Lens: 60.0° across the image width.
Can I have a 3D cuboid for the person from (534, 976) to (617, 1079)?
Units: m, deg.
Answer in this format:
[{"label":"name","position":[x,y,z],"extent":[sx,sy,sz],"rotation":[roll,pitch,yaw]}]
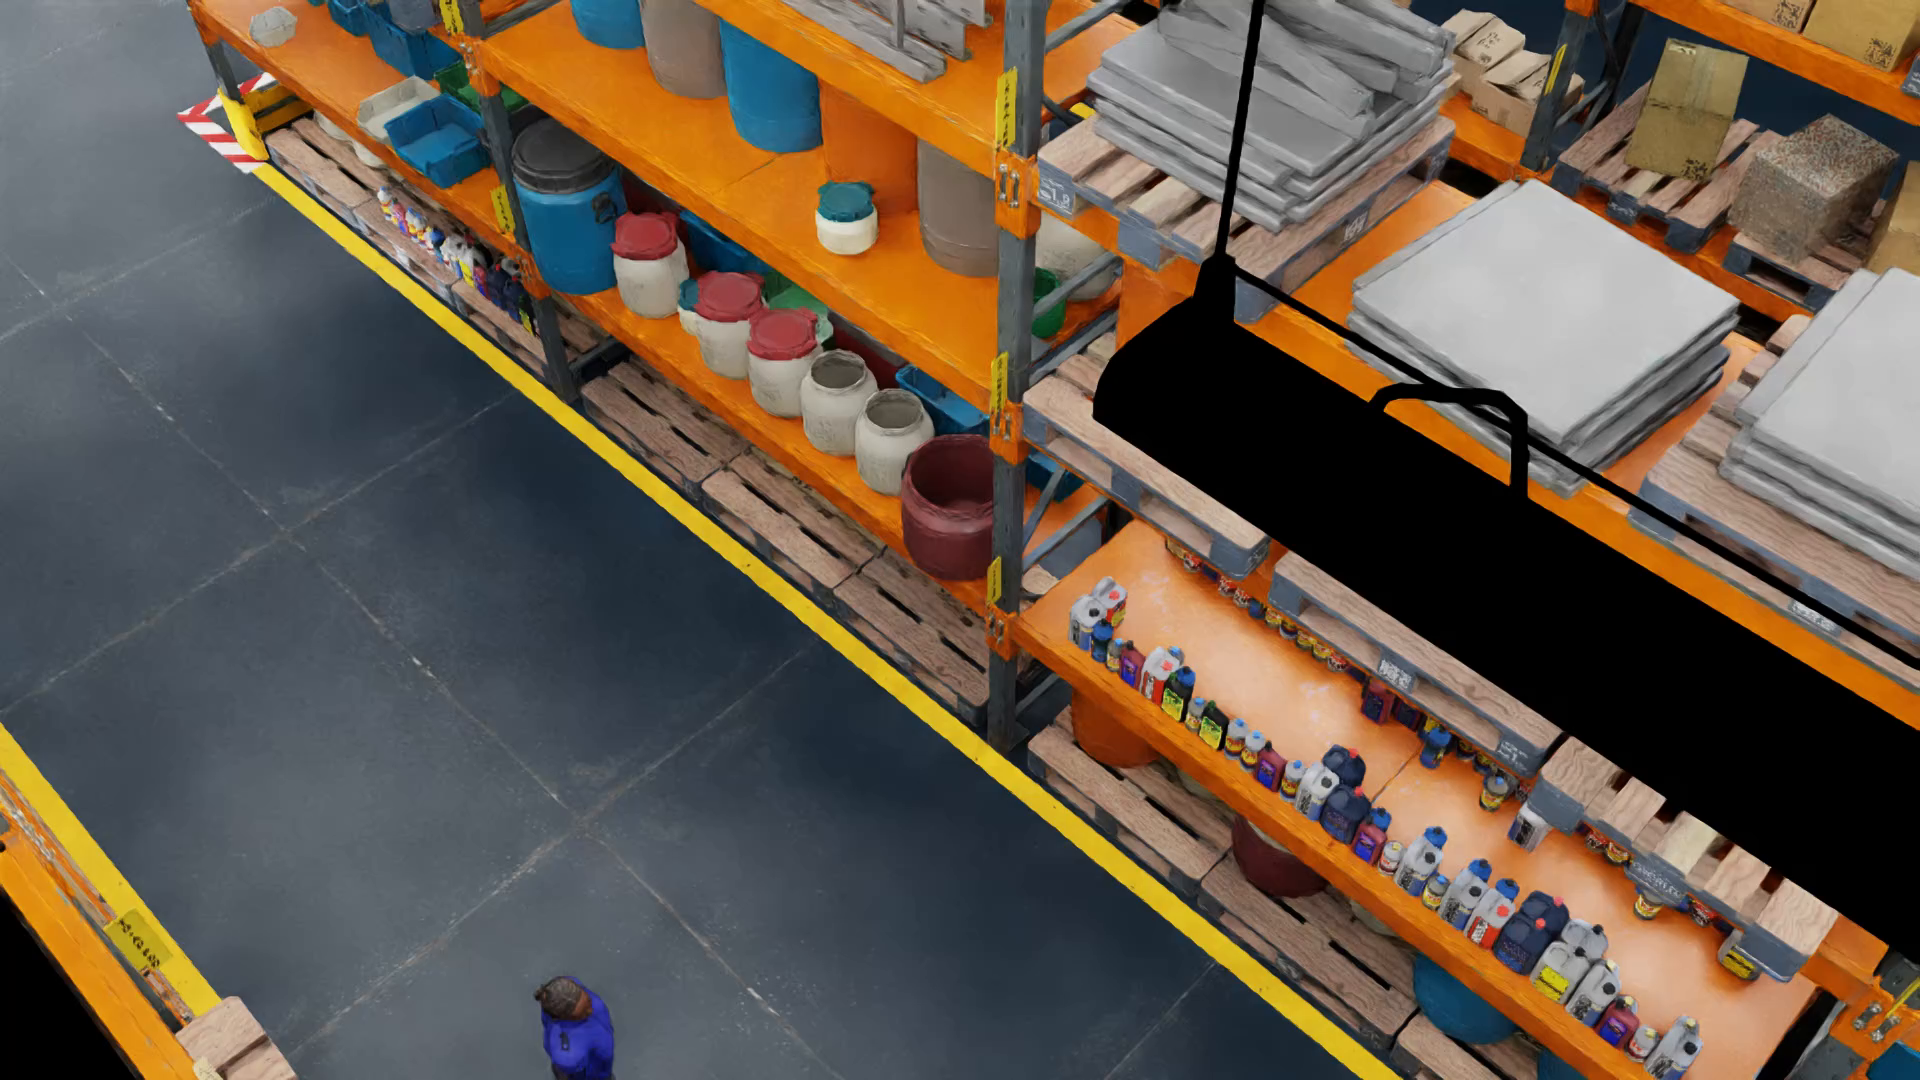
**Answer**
[{"label":"person","position":[-1.596,2.355,7.393],"extent":[0.465,1.559,0.498],"rotation":[-13,51,-11]}]
